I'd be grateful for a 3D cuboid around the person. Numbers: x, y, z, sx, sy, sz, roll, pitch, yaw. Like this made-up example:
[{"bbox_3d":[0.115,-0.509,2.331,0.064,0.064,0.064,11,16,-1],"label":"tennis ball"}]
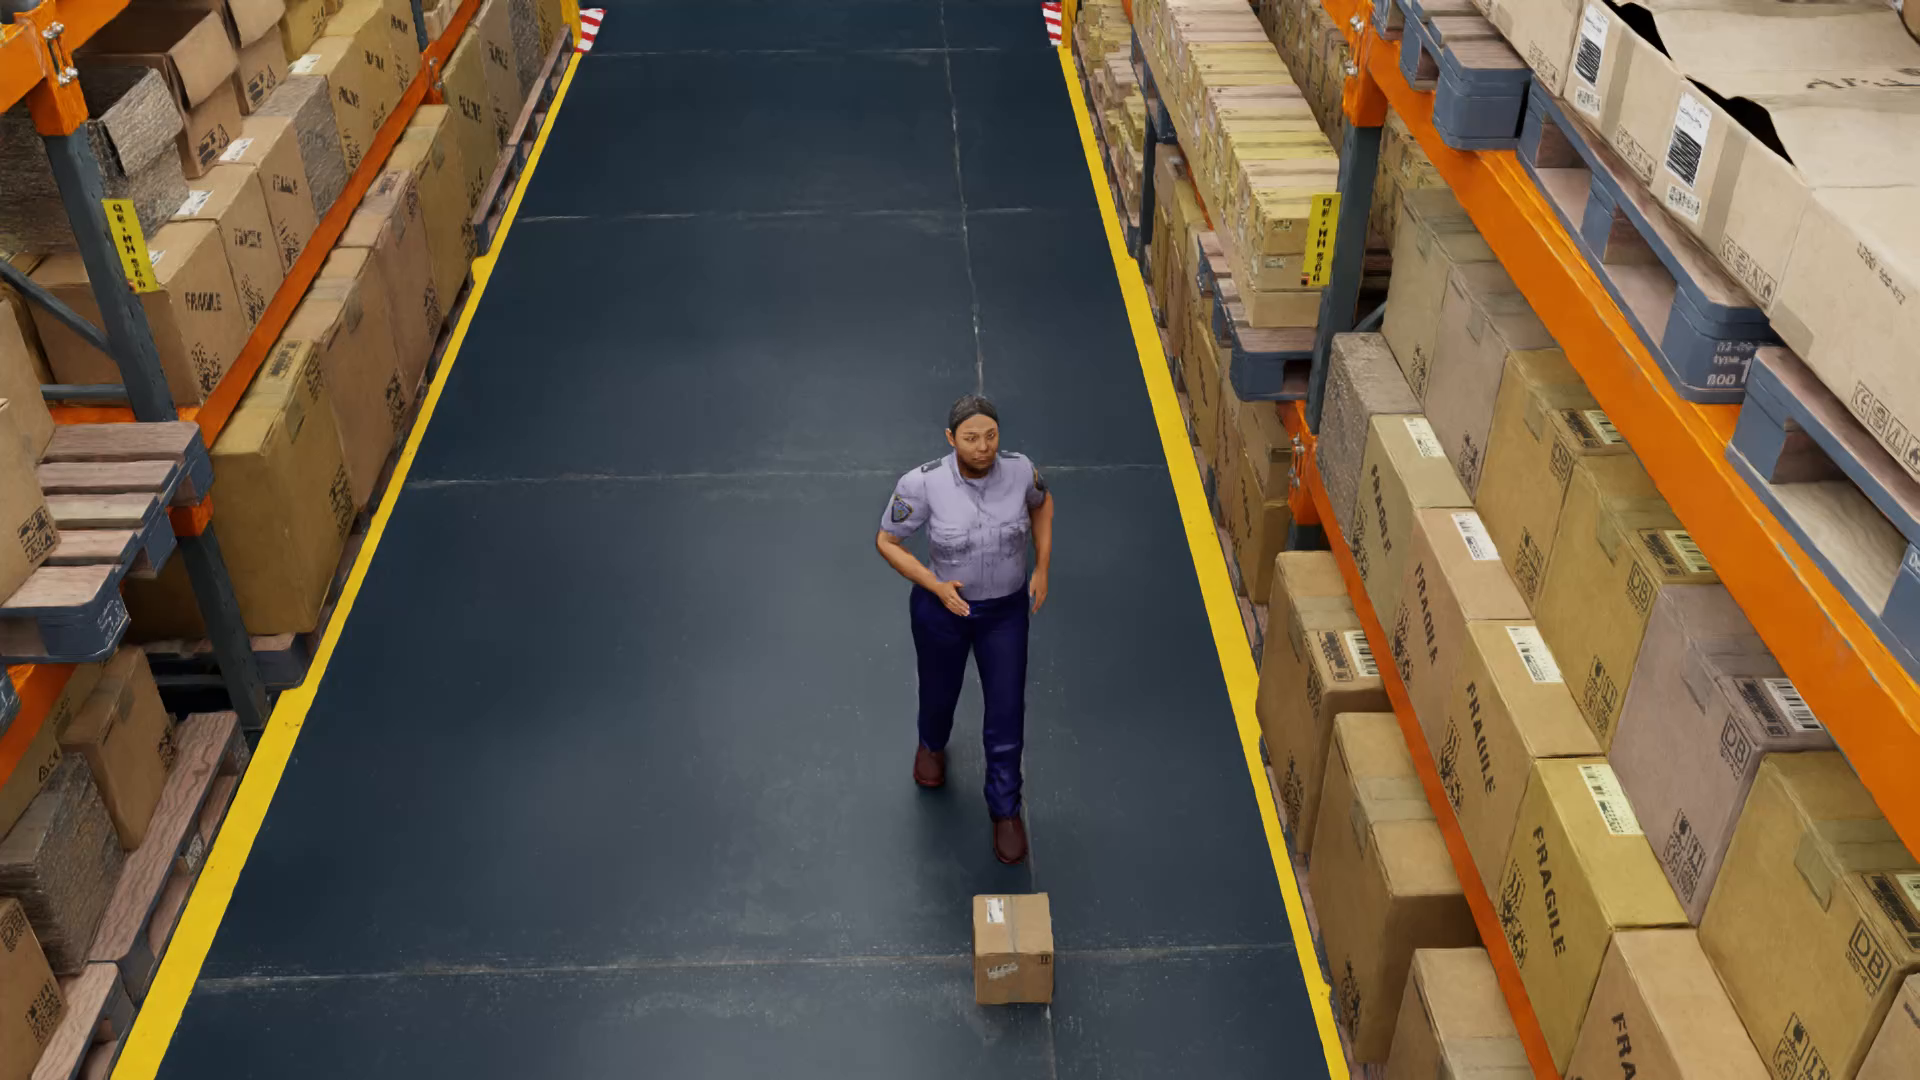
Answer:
[{"bbox_3d":[0.064,0.308,5.735,0.650,1.619,0.728,-7,36,-10],"label":"person"}]
